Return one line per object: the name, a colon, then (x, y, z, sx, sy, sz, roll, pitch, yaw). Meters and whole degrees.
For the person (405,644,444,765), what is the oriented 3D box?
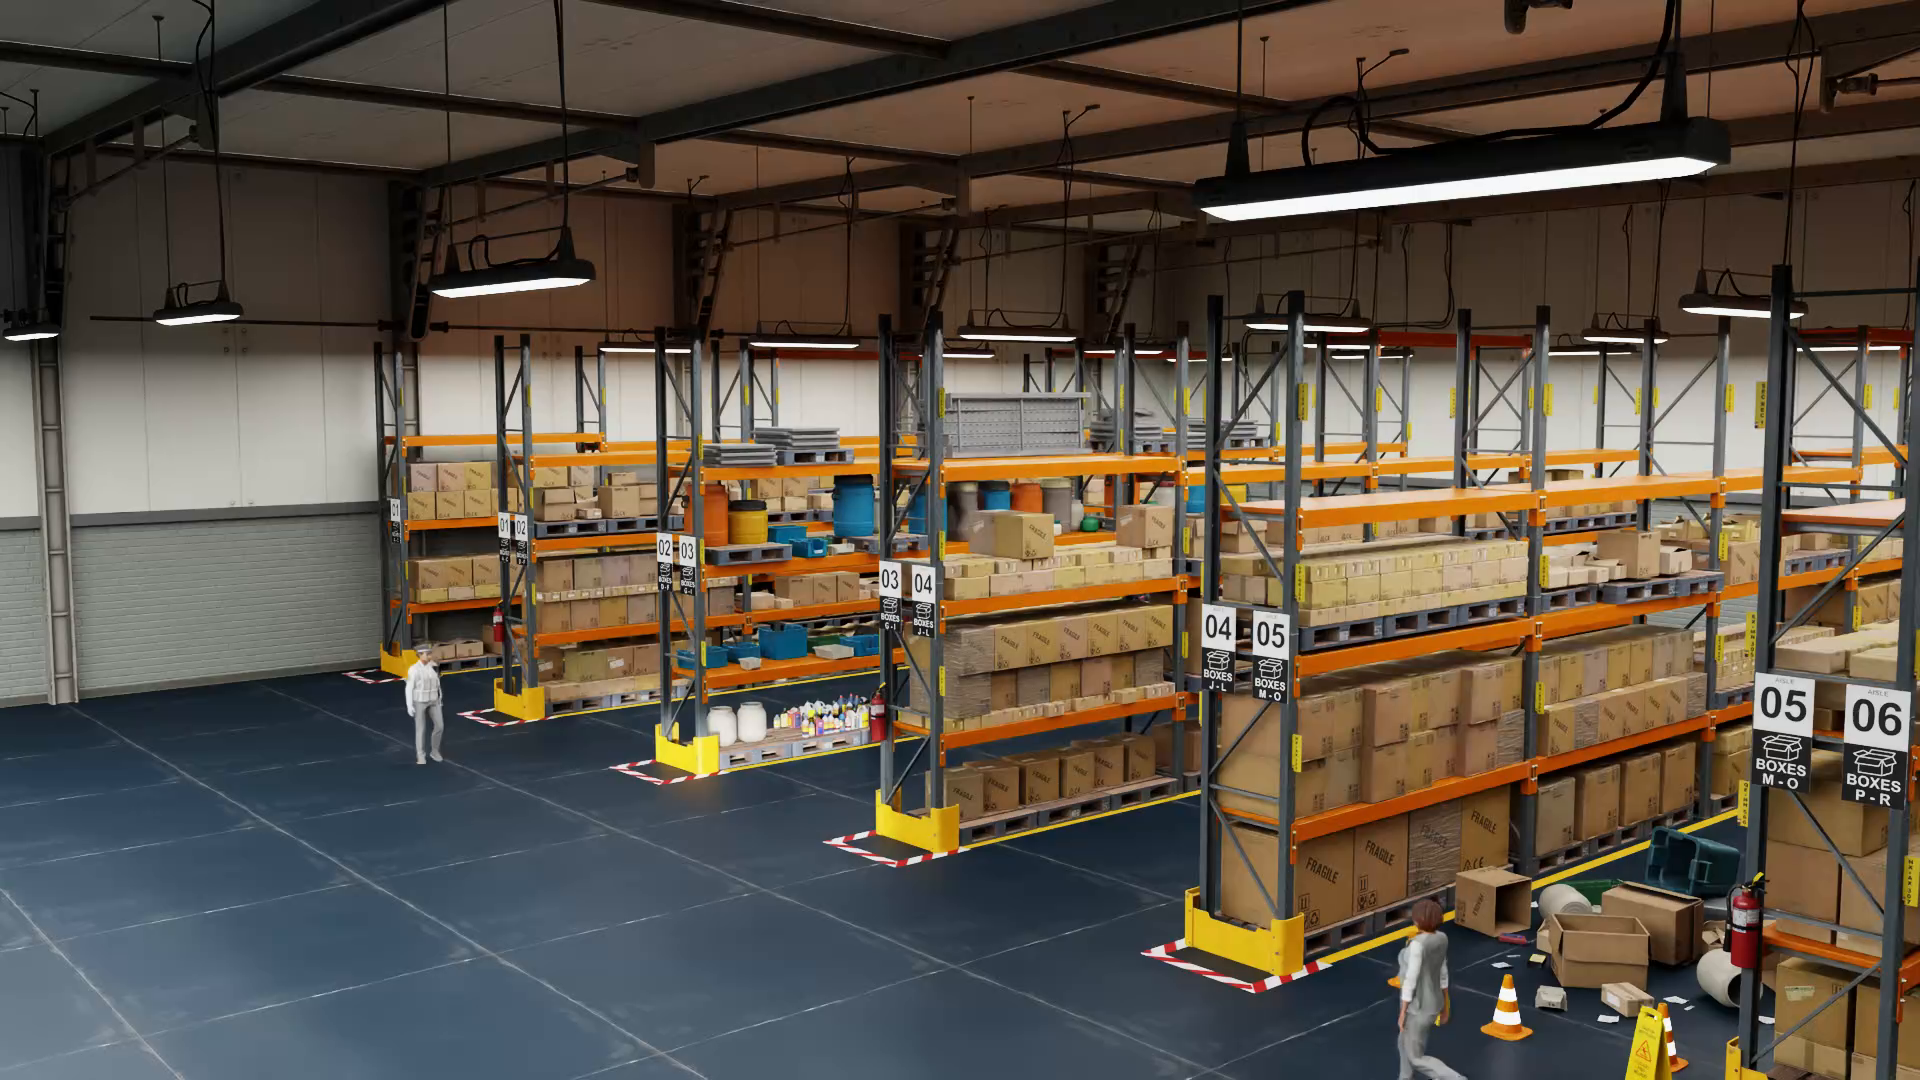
person: (-7.396, 2.280, 22.988, 0.341, 1.735, 0.572, 5, 7, 42)

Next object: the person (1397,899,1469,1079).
person: (3.297, 3.310, 11.716, 0.761, 1.577, 0.407, 3, 6, 28)
